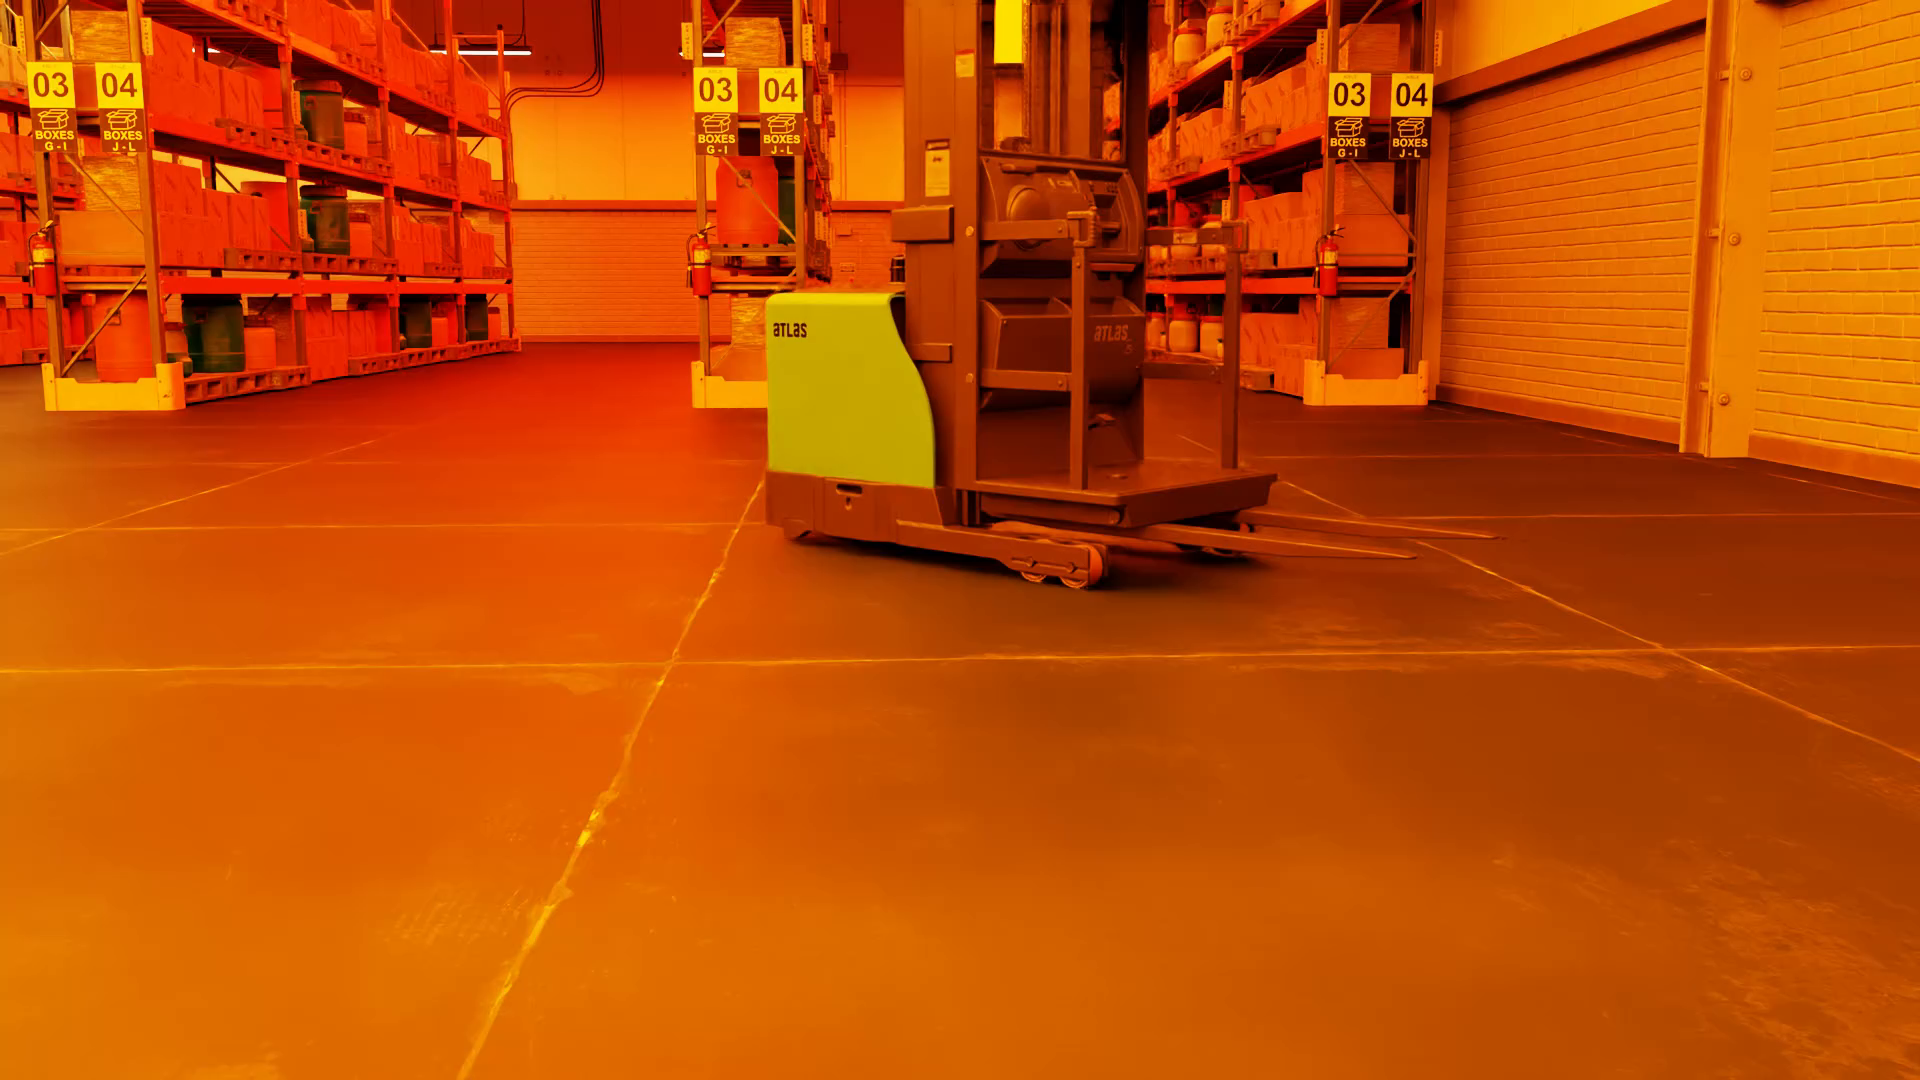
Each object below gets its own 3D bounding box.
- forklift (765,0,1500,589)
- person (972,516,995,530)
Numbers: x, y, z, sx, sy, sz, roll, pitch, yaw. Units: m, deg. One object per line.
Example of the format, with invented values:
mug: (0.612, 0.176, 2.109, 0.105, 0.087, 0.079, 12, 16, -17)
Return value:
forklift: (0.573, -1.357, 6.472, 3.031, 2.935, 1.130, 8, 11, 42)
person: (0.005, -0.822, 7.171, 0.437, 1.669, 0.445, -1, 8, -4)
